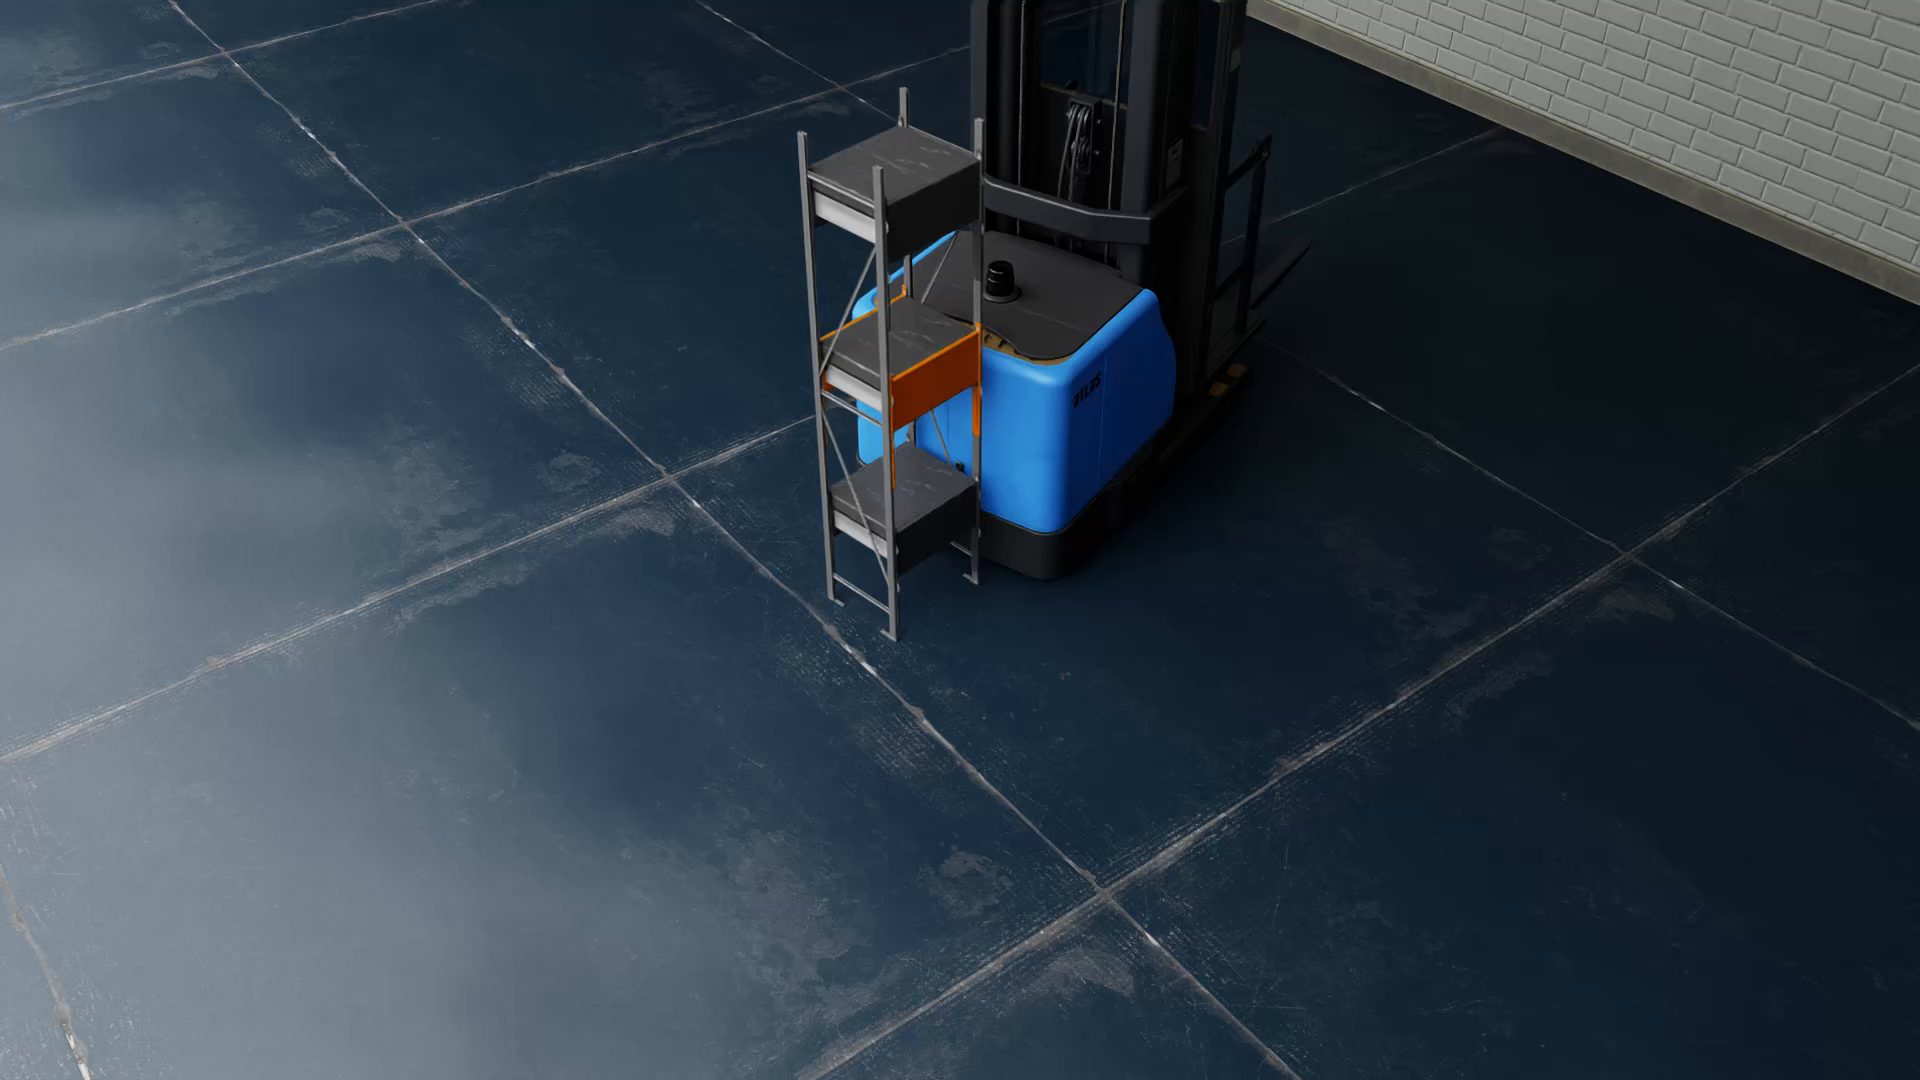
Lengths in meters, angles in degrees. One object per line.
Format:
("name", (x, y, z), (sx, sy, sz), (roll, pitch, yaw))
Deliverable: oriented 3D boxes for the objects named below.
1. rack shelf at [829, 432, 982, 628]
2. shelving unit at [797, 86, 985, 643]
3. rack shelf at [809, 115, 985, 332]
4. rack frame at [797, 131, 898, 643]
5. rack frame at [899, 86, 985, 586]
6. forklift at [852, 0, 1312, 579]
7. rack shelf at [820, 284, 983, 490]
("rack shelf", (-0.233, -0.044, 6.774), (0.431, 0.518, 0.480), (31, 48, 32))
("shelving unit", (-0.233, -0.596, 6.321), (0.431, 2.100, 0.503), (31, 48, 32))
("rack shelf", (-0.233, -1.127, 5.886), (0.431, 0.518, 0.480), (31, 48, 32))
("rack frame", (-0.400, -0.484, 6.184), (0.400, 2.100, 0.015), (31, 48, 32))
("rack frame", (-0.065, -0.709, 6.458), (0.400, 2.100, 0.015), (31, 48, 32))
("forklift", (0.770, -1.873, 7.222), (1.130, 2.935, 3.031), (22, 44, 25))
("rack shelf", (-0.233, -0.586, 6.330), (0.431, 0.518, 0.480), (31, 48, 32))
